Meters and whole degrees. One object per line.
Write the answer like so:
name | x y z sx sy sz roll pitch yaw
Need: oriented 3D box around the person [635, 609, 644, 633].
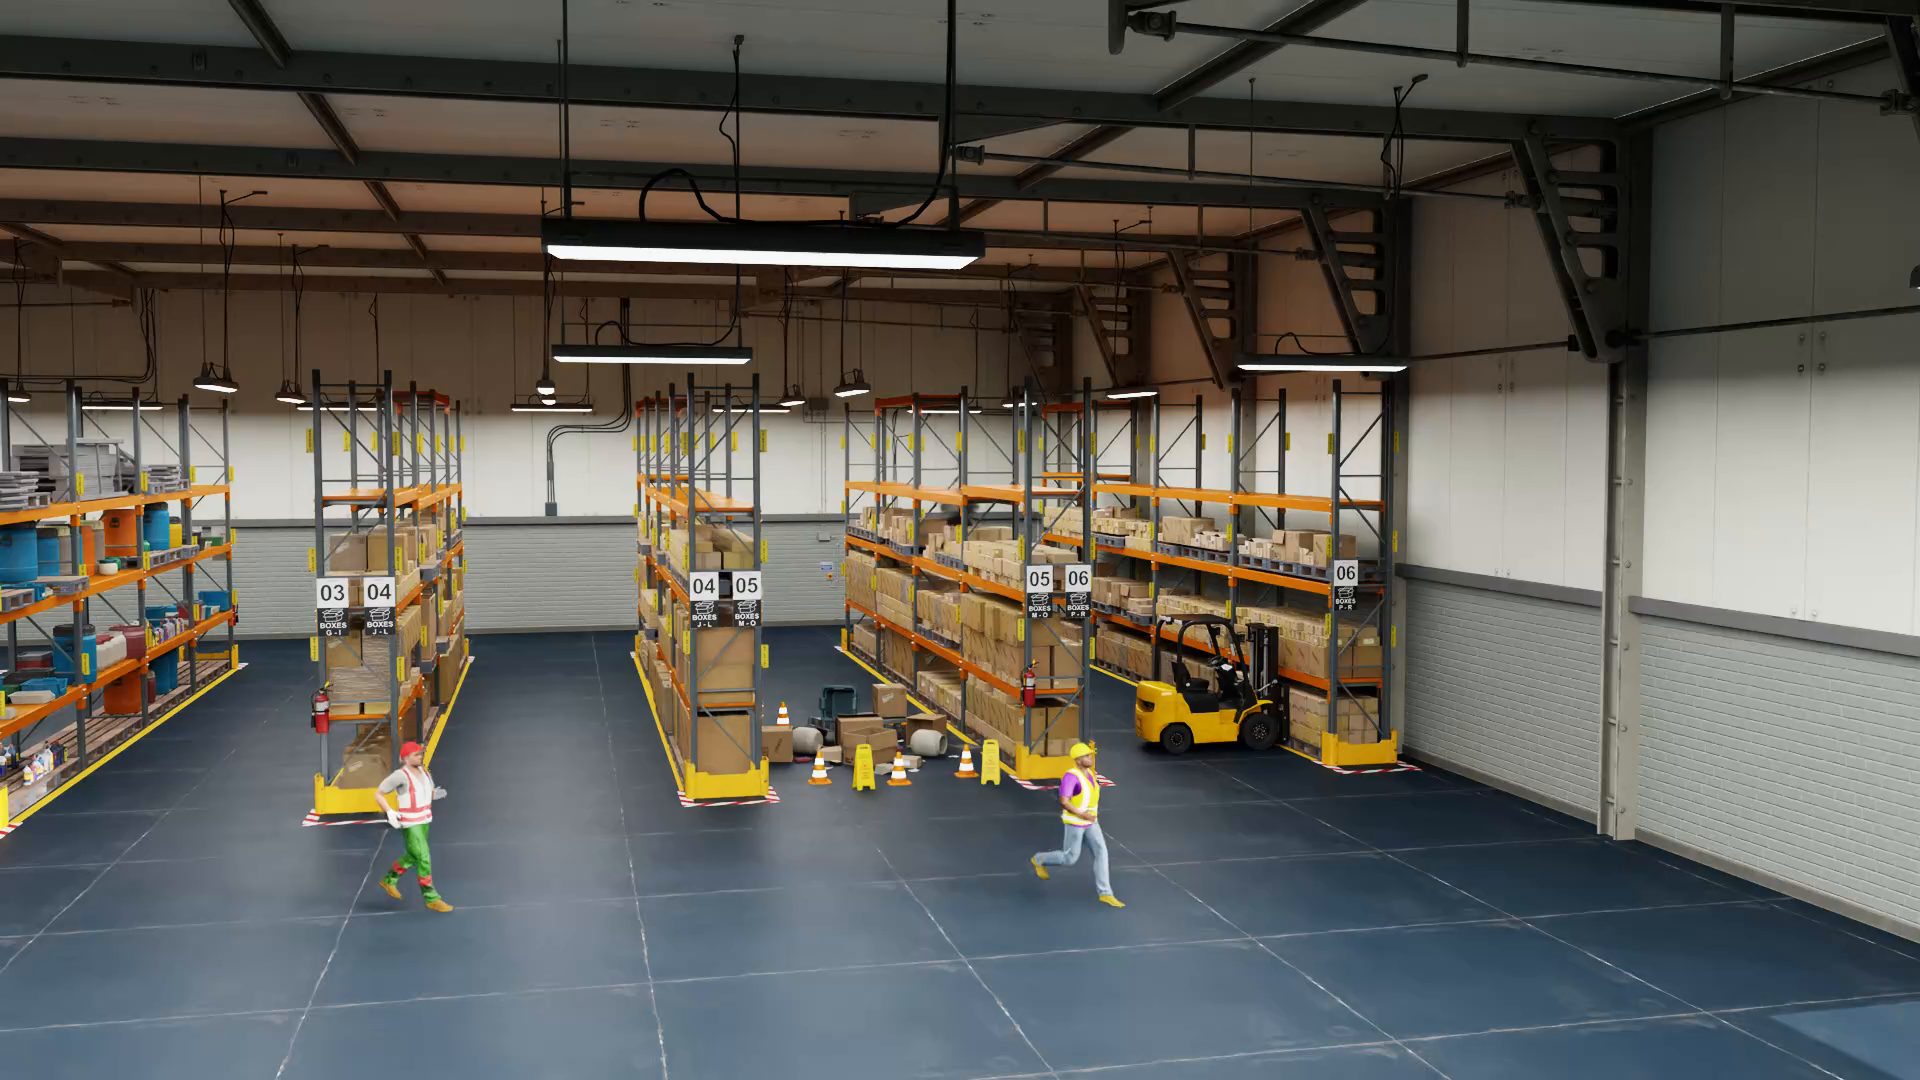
person | -7.650 1.887 40.382 0.511 1.537 0.593 3 4 38

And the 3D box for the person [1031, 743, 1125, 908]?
person | 1.282 3.096 18.172 1.111 1.758 0.669 2 4 37

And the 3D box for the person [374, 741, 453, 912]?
person | -5.852 3.046 17.822 0.992 1.781 0.659 1 3 17
